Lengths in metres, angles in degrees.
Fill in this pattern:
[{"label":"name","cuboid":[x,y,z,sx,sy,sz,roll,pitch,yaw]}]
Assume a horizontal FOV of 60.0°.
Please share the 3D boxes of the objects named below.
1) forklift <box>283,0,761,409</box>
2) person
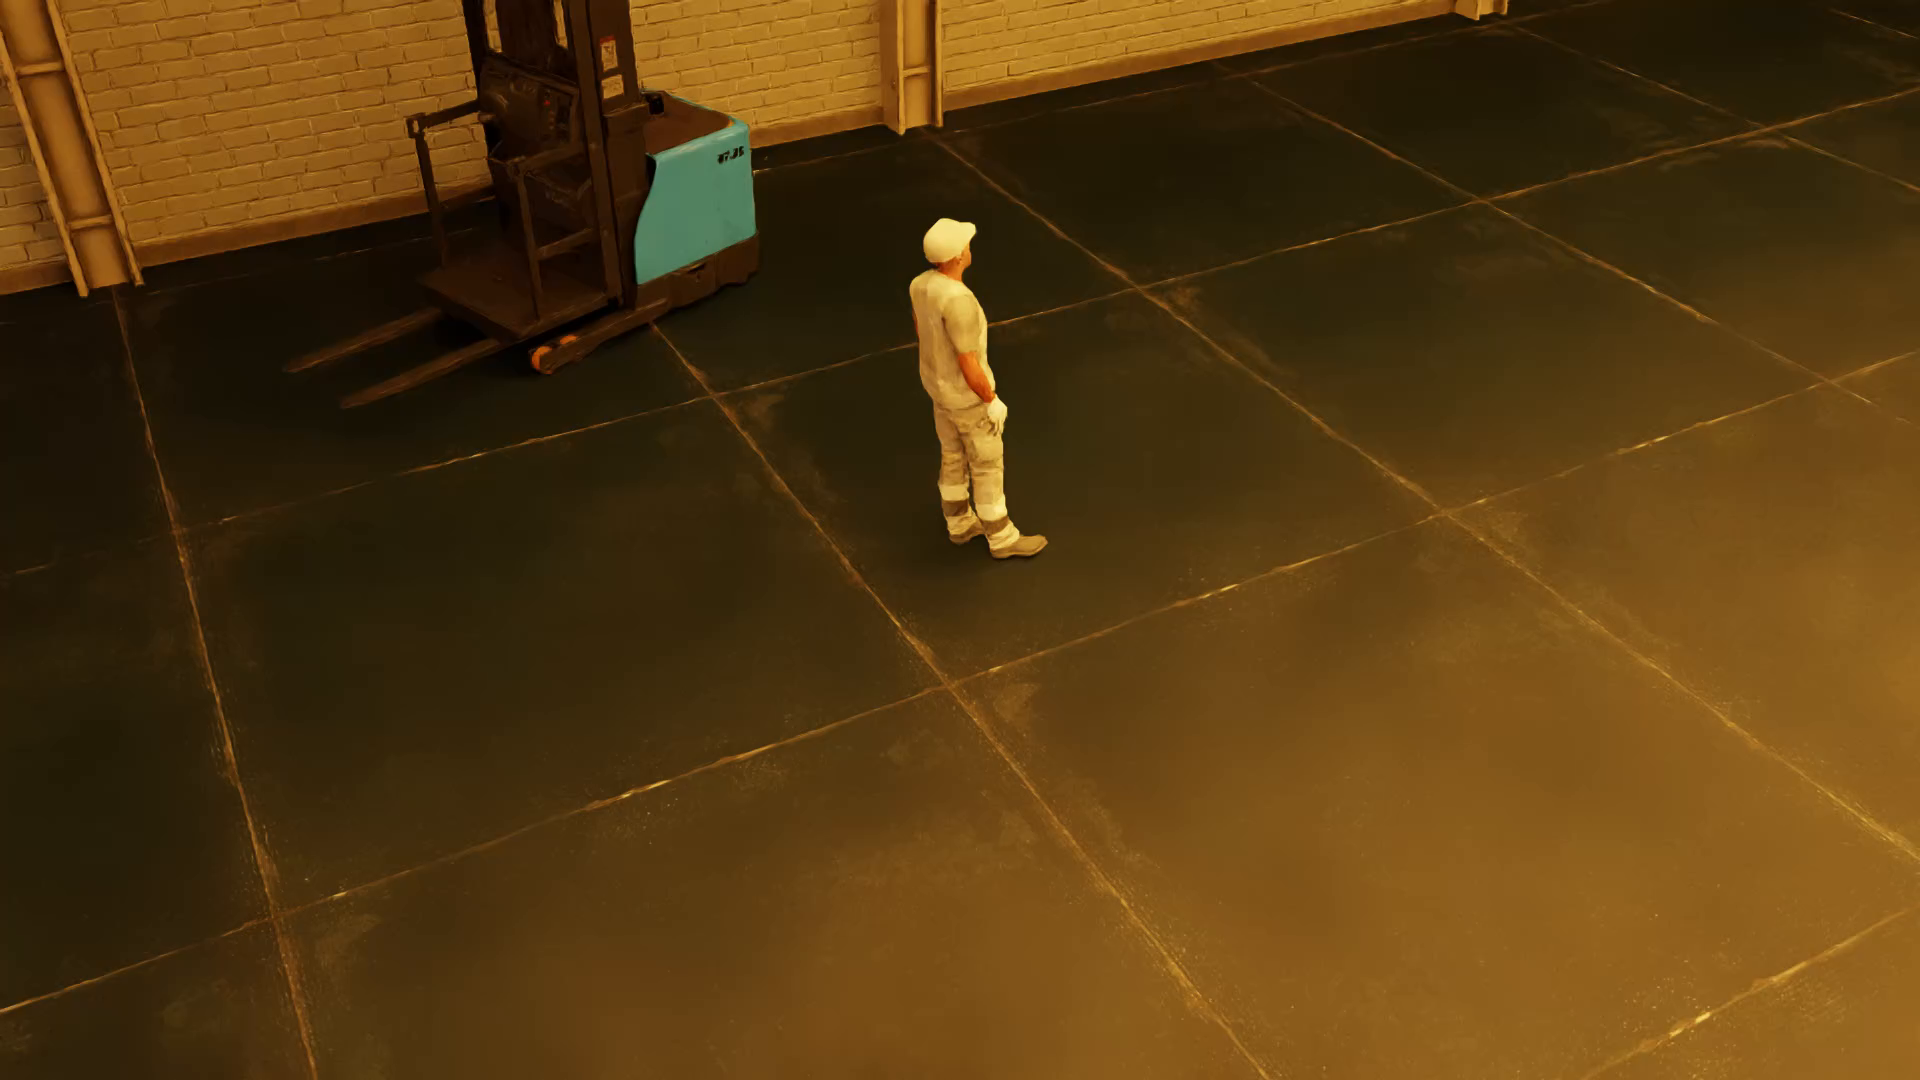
[{"label":"forklift","cuboid":[-2.688,-2.533,9.707,1.130,2.935,3.031,27,44,33]},{"label":"person","cuboid":[0.077,-0.751,8.163,0.563,1.787,0.632,-17,39,-23]}]
